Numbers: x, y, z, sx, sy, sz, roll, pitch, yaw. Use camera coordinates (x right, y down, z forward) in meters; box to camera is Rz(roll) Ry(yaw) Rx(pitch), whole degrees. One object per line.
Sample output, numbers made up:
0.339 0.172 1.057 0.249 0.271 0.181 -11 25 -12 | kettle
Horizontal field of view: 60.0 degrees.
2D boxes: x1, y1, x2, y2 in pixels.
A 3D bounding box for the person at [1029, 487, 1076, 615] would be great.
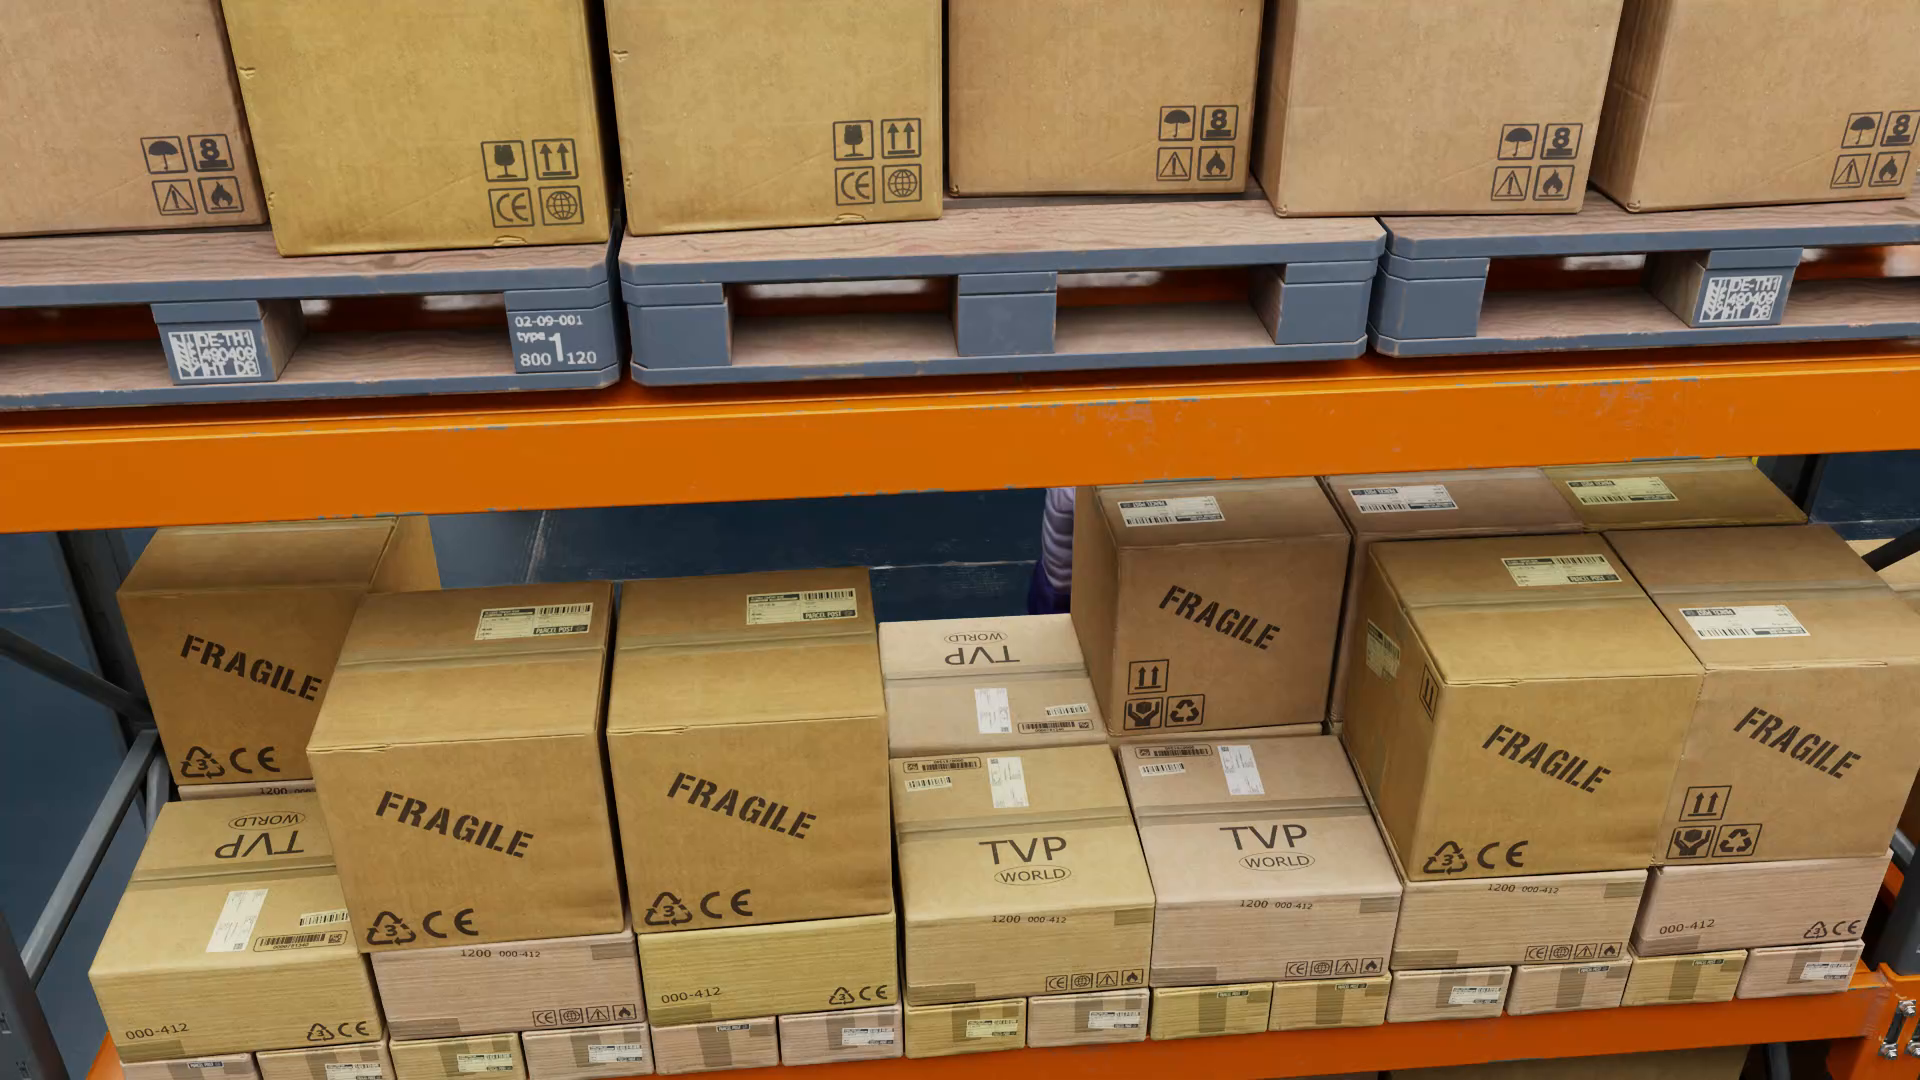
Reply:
0.433 0.254 5.724 0.367 1.651 0.546 -3 31 -5 | person
